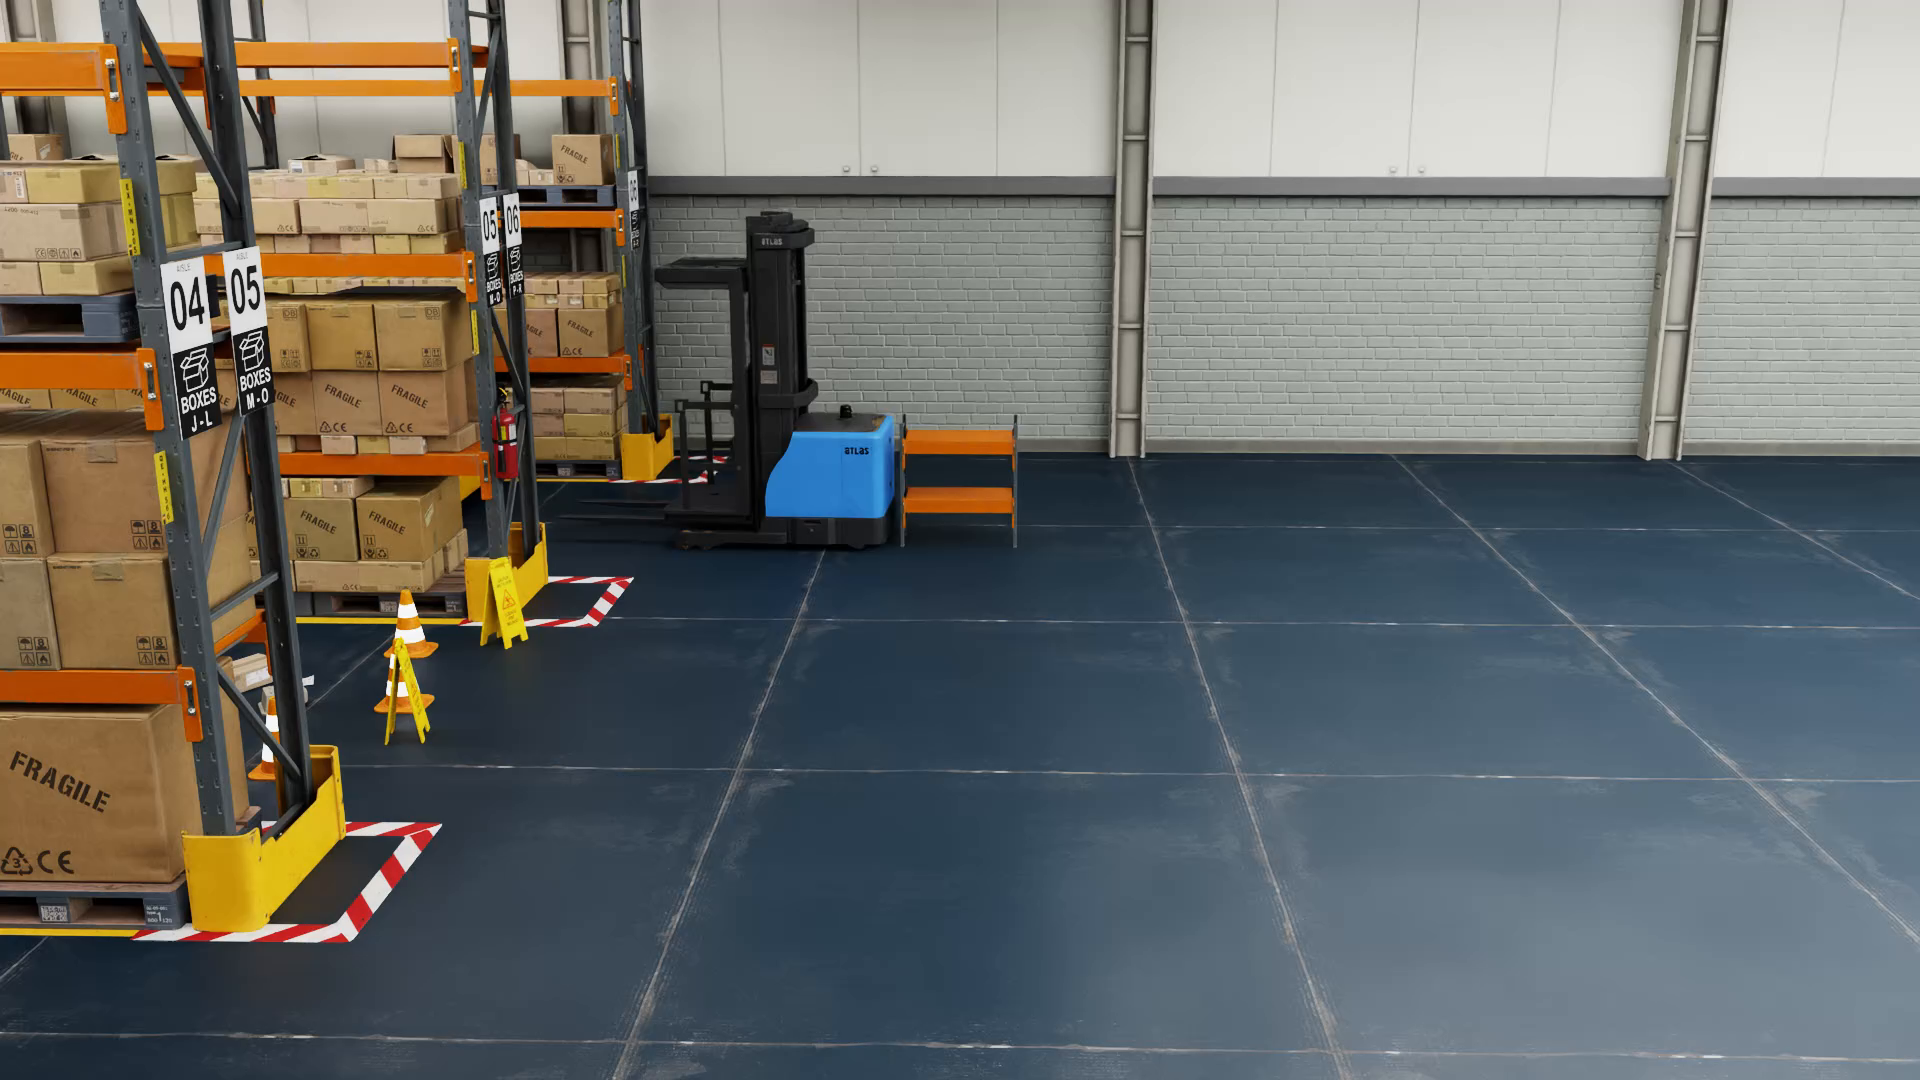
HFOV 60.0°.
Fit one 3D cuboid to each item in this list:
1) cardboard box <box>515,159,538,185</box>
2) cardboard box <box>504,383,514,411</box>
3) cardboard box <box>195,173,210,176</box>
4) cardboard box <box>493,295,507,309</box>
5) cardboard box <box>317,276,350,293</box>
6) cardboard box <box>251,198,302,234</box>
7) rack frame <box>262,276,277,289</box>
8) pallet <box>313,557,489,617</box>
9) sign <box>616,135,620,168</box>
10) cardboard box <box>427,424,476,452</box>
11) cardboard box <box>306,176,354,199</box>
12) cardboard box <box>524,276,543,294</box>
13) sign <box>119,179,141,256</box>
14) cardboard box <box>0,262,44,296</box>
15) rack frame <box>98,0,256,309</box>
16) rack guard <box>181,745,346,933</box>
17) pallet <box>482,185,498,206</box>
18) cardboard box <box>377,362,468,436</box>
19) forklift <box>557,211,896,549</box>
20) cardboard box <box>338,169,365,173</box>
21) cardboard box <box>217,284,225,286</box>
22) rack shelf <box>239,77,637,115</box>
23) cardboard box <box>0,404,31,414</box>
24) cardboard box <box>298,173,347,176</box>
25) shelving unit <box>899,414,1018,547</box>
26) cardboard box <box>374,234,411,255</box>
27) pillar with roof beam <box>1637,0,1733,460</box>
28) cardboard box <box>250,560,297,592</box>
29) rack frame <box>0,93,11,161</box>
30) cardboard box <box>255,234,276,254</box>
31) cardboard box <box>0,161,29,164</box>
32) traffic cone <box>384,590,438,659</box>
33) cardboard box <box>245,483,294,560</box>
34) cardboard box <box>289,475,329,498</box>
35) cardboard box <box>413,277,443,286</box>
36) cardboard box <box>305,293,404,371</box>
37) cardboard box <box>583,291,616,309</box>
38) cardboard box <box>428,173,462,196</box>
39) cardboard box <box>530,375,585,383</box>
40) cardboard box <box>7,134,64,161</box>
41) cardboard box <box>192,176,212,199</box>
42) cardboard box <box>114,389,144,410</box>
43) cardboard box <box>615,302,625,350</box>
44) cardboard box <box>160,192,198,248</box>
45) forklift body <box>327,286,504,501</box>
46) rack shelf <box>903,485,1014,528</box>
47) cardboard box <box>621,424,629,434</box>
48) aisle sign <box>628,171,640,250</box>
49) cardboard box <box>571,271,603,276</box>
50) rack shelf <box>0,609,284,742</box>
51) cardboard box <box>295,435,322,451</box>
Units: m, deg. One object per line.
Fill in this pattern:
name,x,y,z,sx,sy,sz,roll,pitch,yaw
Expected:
cardboard box,-4.518,-3.796,17.121,0.258,0.266,0.396,0,15,2
cardboard box,-4.912,-1.512,17.709,0.500,0.250,0.500,1,15,2
cardboard box,-5.929,-2.766,12.905,0.250,0.149,0.380,1,15,2
cardboard box,-4.812,-2.528,17.484,0.250,0.149,0.380,0,15,0
cardboard box,-6.597,-2.706,17.574,0.250,0.149,0.380,0,15,0
cardboard box,-5.092,-2.426,12.395,0.500,0.250,0.500,1,15,3
rack frame,-7.427,-2.255,17.919,0.127,3.000,1.000,0,15,1
pallet,-4.439,0.370,13.434,1.213,0.211,1.003,0,15,1
sign,-3.456,-3.931,16.810,0.005,0.325,0.100,0,15,1
cardboard box,-3.931,-0.790,12.857,0.250,0.149,0.380,1,15,3
cardboard box,-4.662,-2.628,12.381,0.250,0.149,0.380,0,15,2
cardboard box,-4.549,-2.693,17.526,0.250,0.149,0.380,0,15,2
sign,-3.605,-1.402,7.225,0.005,0.325,0.100,0,15,1
cardboard box,-4.170,-1.198,7.506,0.250,0.149,0.380,0,15,2
rack frame,-3.577,-2.601,7.470,0.127,3.000,1.000,0,15,1
rack guard,-3.553,1.508,8.553,0.348,0.500,1.175,0,15,1
pallet,-5.357,-3.655,17.519,1.213,0.211,1.003,0,15,1
cardboard box,-4.101,-1.089,12.718,0.500,0.500,0.500,0,15,0
forklift,-2.147,-1.466,15.062,3.031,2.935,1.130,1,15,4
cardboard box,-6.218,-3.750,17.178,0.250,0.149,0.380,1,15,3
cardboard box,-8.040,-2.690,18.097,0.250,0.149,0.380,0,15,0
rack shelf,-5.428,-4.602,17.247,4.000,0.370,1.077,0,15,1
cardboard box,-5.055,-0.326,8.194,0.550,0.550,0.875,0,15,1
cardboard box,-4.901,-2.745,12.824,0.250,0.149,0.380,0,15,1
shelving unit,-0.007,-0.544,15.107,1.048,1.125,0.538,0,15,1
cardboard box,-4.165,-2.217,12.384,0.250,0.149,0.380,0,15,2
pillar with roof beam,7.785,-4.188,13.486,0.400,9.000,9.100,0,15,1
cardboard box,-5.407,0.219,13.107,0.500,0.250,0.500,0,15,-1
rack frame,-7.550,-3.890,12.356,0.127,3.000,1.000,0,15,1
cardboard box,-5.195,-2.239,12.469,0.250,0.149,0.380,0,15,0
cardboard box,-4.662,-1.755,8.052,0.250,0.149,0.380,1,15,2
traffic cone,-4.014,0.589,12.109,0.334,0.463,0.336,0,15,1
cardboard box,-5.385,-0.146,13.020,0.500,0.500,0.500,0,15,0
cardboard box,-4.979,-0.440,12.862,0.250,0.149,0.380,1,15,2
cardboard box,-5.577,-2.698,17.547,0.250,0.149,0.380,0,15,2
cardboard box,-4.574,-1.592,12.665,0.500,0.500,0.700,1,15,2
cardboard box,-3.782,-2.522,17.462,0.250,0.149,0.380,1,15,2
cardboard box,-3.902,-2.732,12.776,0.250,0.149,0.380,0,15,1
cardboard box,-4.404,-1.640,18.193,0.500,0.250,0.500,0,15,2
cardboard box,-9.690,-3.958,17.277,0.500,0.500,0.500,1,15,3
cardboard box,-5.688,-2.630,12.387,0.250,0.149,0.380,1,15,3
cardboard box,-6.114,-1.104,12.775,0.500,0.500,0.500,0,15,1
cardboard box,-3.917,-2.352,18.088,0.500,0.500,0.500,1,15,3
cardboard box,-4.053,-1.542,8.027,0.500,0.250,0.500,0,15,1
forklift body,-5.371,-1.366,16.212,1.214,2.155,2.313,0,15,1
rack shelf,-0.007,-0.308,15.169,1.000,0.278,0.538,0,15,1
cardboard box,-3.915,-1.156,18.318,0.500,0.250,0.500,0,15,2
aisle sign,-3.370,-3.411,17.203,0.004,0.787,0.394,0,15,1
cardboard box,-4.023,-2.810,17.968,0.250,0.149,0.380,1,15,3
rack shelf,-5.576,0.634,8.376,4.000,0.370,1.077,0,15,1
cardboard box,-4.953,-0.802,12.902,0.250,0.149,0.380,1,15,2
